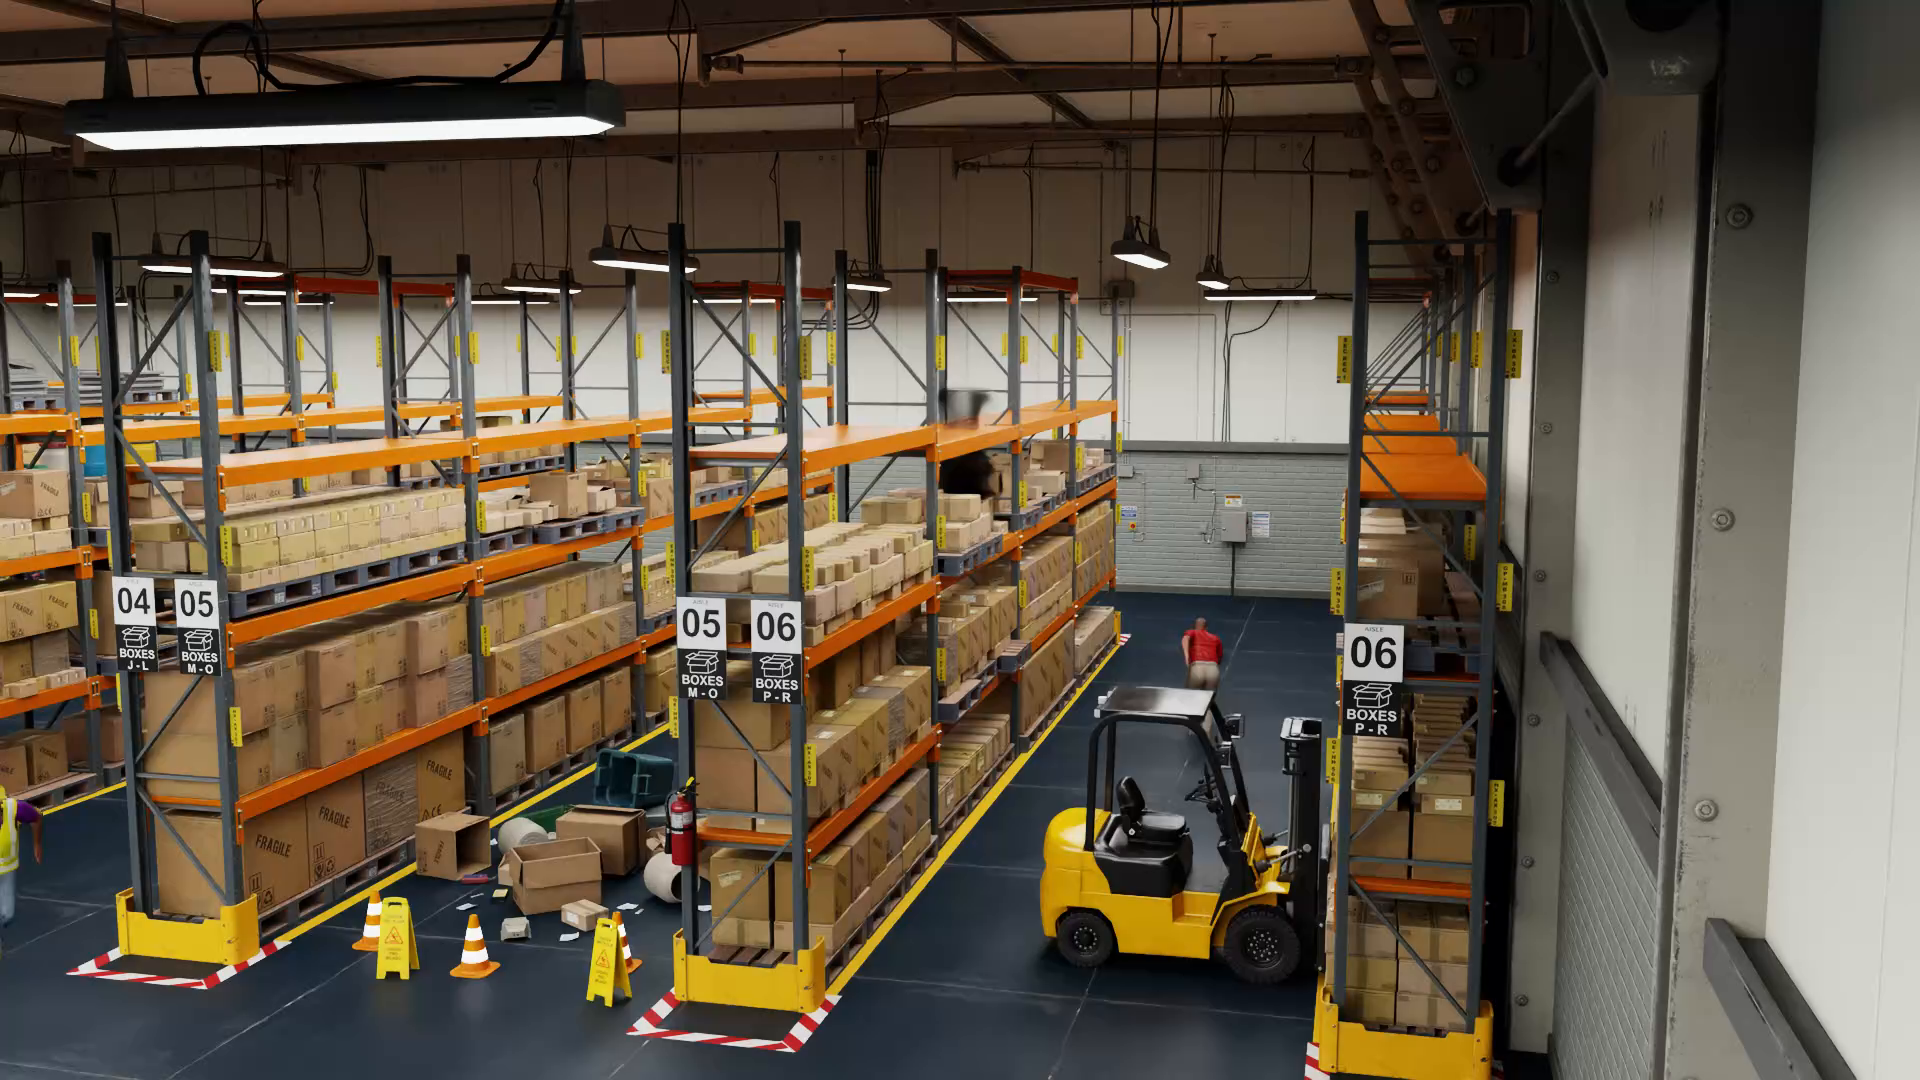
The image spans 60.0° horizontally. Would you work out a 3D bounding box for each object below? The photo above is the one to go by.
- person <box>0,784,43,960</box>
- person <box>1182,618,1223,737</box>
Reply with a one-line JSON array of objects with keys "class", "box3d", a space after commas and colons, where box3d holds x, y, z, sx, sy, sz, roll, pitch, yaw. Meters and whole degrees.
[{"class": "person", "box3d": [-7.906, 2.703, 13.651, 0.728, 1.605, 0.774, -6, 9, -40]}, {"class": "person", "box3d": [3.165, 1.796, 21.773, 0.646, 1.455, 1.023, -1, 7, -7]}]
